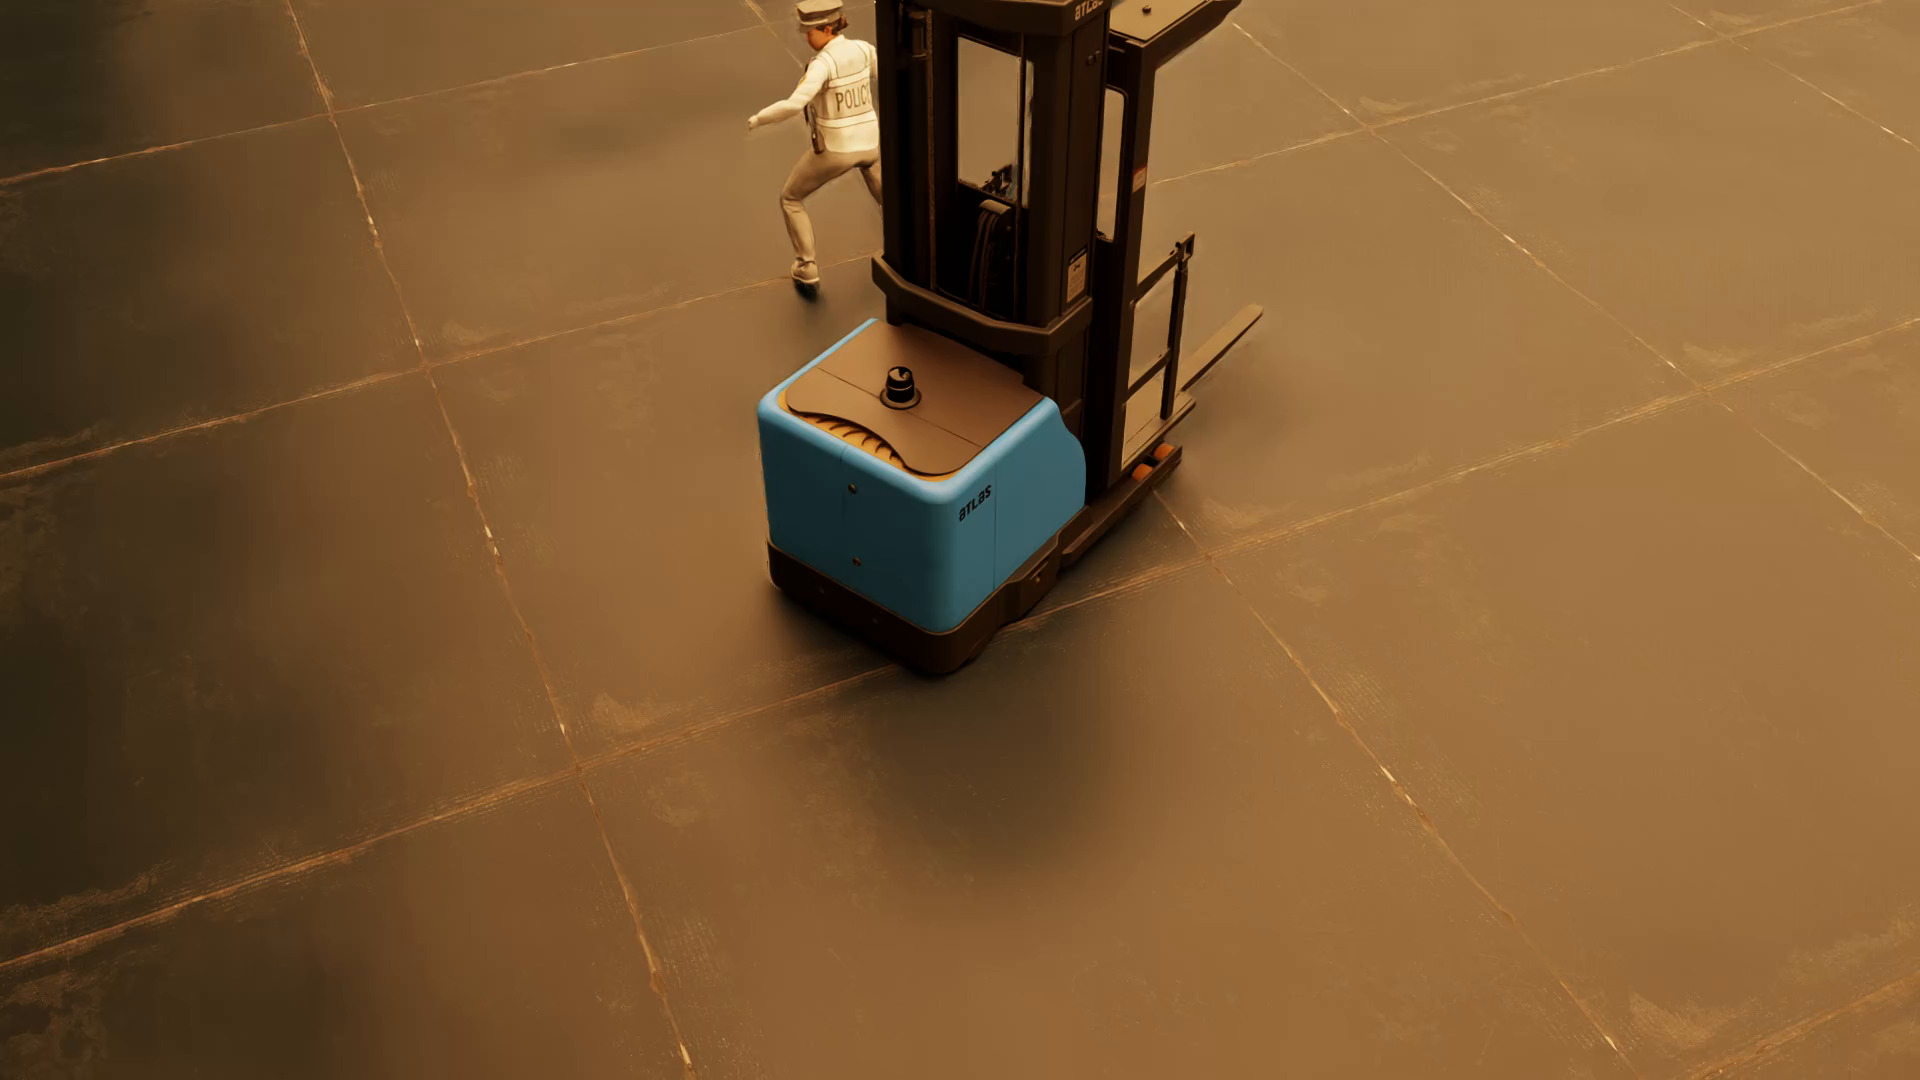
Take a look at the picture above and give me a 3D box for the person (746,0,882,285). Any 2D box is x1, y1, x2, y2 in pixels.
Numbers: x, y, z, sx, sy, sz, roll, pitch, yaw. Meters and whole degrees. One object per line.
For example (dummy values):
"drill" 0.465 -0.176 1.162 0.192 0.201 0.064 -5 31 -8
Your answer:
"person" -0.619 -2.173 9.137 1.014 1.621 0.526 -30 51 -28

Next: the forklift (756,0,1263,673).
"forklift" 0.430 -1.458 7.242 1.130 2.935 3.031 27 50 26
